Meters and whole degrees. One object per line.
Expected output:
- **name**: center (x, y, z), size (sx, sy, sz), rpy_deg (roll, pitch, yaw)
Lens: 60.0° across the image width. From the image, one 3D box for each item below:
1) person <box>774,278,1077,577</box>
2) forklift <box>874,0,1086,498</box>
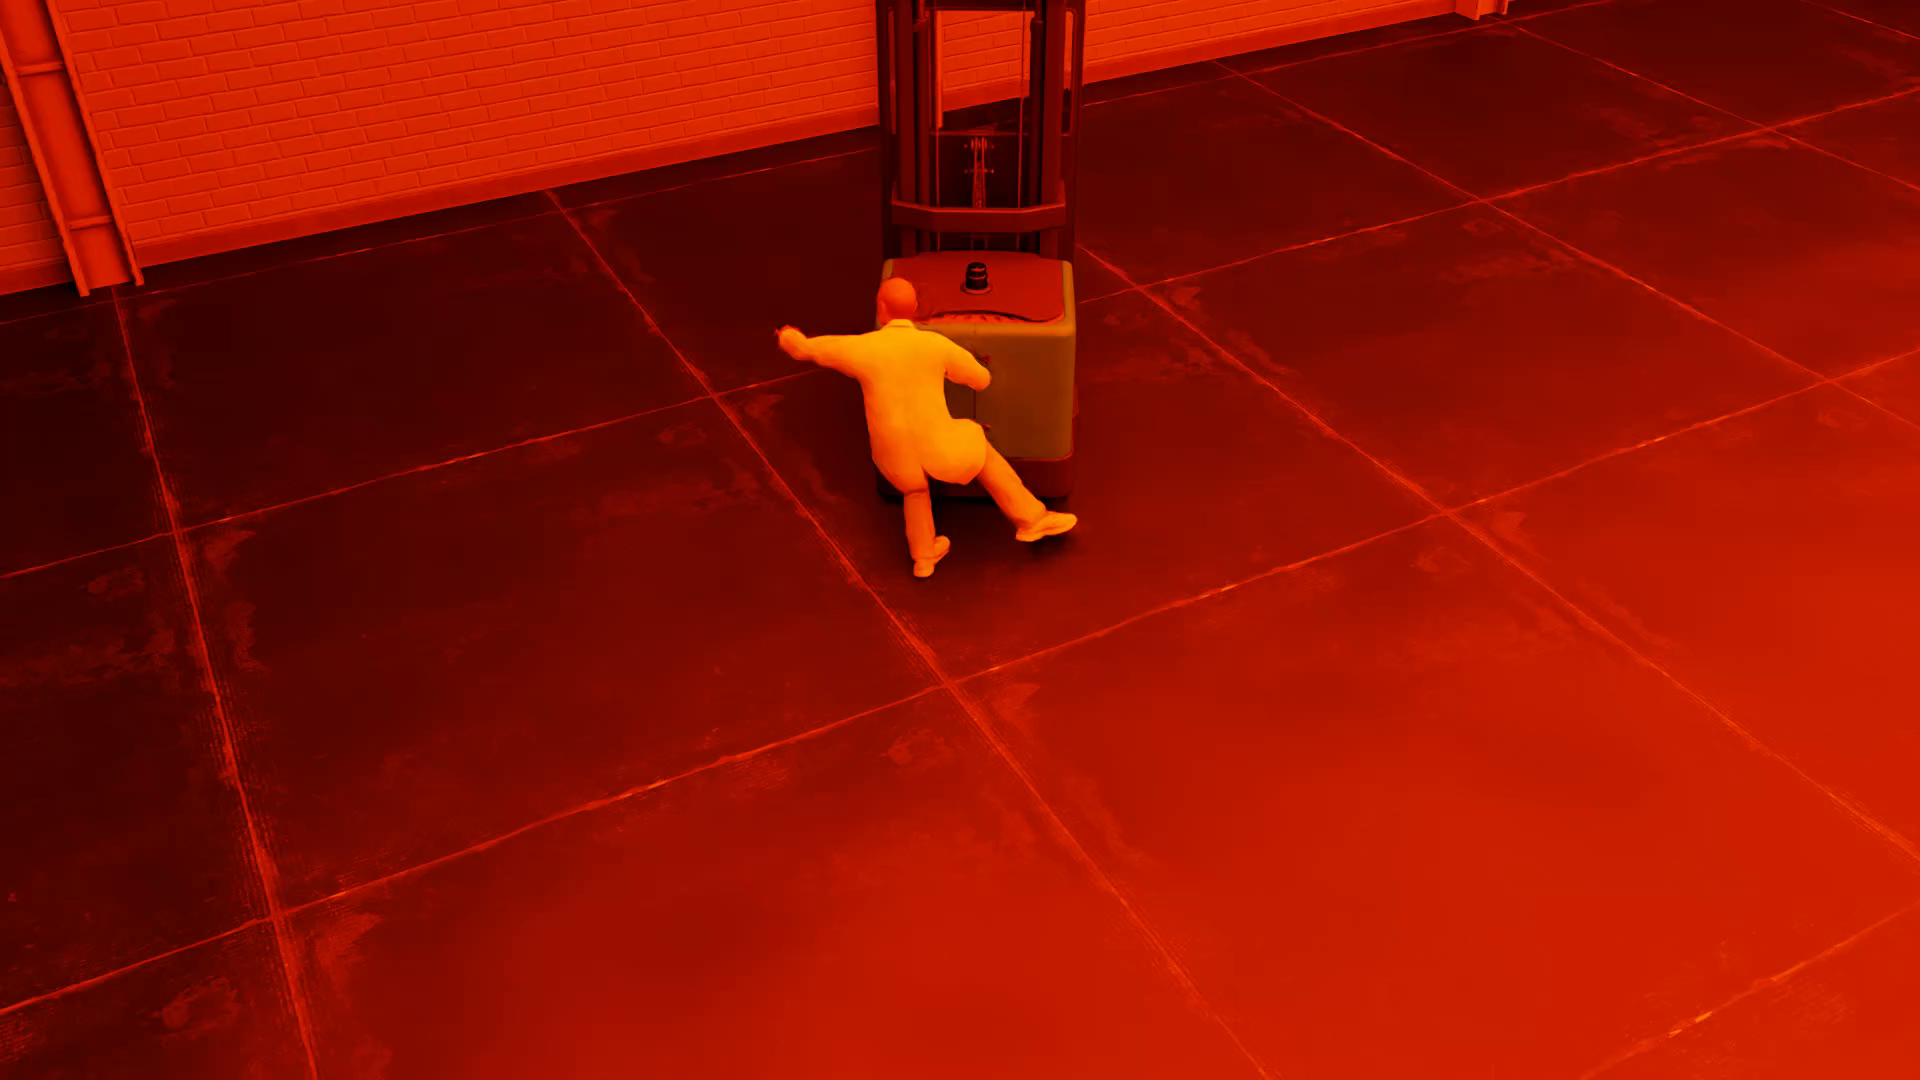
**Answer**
- **person**: center (-0.142, -0.615, 8.248), size (1.490, 1.526, 0.861), rpy_deg (-4, 35, -6)
- **forklift**: center (0.113, -2.241, 9.294), size (1.130, 2.935, 3.031), rpy_deg (1, 35, 1)
